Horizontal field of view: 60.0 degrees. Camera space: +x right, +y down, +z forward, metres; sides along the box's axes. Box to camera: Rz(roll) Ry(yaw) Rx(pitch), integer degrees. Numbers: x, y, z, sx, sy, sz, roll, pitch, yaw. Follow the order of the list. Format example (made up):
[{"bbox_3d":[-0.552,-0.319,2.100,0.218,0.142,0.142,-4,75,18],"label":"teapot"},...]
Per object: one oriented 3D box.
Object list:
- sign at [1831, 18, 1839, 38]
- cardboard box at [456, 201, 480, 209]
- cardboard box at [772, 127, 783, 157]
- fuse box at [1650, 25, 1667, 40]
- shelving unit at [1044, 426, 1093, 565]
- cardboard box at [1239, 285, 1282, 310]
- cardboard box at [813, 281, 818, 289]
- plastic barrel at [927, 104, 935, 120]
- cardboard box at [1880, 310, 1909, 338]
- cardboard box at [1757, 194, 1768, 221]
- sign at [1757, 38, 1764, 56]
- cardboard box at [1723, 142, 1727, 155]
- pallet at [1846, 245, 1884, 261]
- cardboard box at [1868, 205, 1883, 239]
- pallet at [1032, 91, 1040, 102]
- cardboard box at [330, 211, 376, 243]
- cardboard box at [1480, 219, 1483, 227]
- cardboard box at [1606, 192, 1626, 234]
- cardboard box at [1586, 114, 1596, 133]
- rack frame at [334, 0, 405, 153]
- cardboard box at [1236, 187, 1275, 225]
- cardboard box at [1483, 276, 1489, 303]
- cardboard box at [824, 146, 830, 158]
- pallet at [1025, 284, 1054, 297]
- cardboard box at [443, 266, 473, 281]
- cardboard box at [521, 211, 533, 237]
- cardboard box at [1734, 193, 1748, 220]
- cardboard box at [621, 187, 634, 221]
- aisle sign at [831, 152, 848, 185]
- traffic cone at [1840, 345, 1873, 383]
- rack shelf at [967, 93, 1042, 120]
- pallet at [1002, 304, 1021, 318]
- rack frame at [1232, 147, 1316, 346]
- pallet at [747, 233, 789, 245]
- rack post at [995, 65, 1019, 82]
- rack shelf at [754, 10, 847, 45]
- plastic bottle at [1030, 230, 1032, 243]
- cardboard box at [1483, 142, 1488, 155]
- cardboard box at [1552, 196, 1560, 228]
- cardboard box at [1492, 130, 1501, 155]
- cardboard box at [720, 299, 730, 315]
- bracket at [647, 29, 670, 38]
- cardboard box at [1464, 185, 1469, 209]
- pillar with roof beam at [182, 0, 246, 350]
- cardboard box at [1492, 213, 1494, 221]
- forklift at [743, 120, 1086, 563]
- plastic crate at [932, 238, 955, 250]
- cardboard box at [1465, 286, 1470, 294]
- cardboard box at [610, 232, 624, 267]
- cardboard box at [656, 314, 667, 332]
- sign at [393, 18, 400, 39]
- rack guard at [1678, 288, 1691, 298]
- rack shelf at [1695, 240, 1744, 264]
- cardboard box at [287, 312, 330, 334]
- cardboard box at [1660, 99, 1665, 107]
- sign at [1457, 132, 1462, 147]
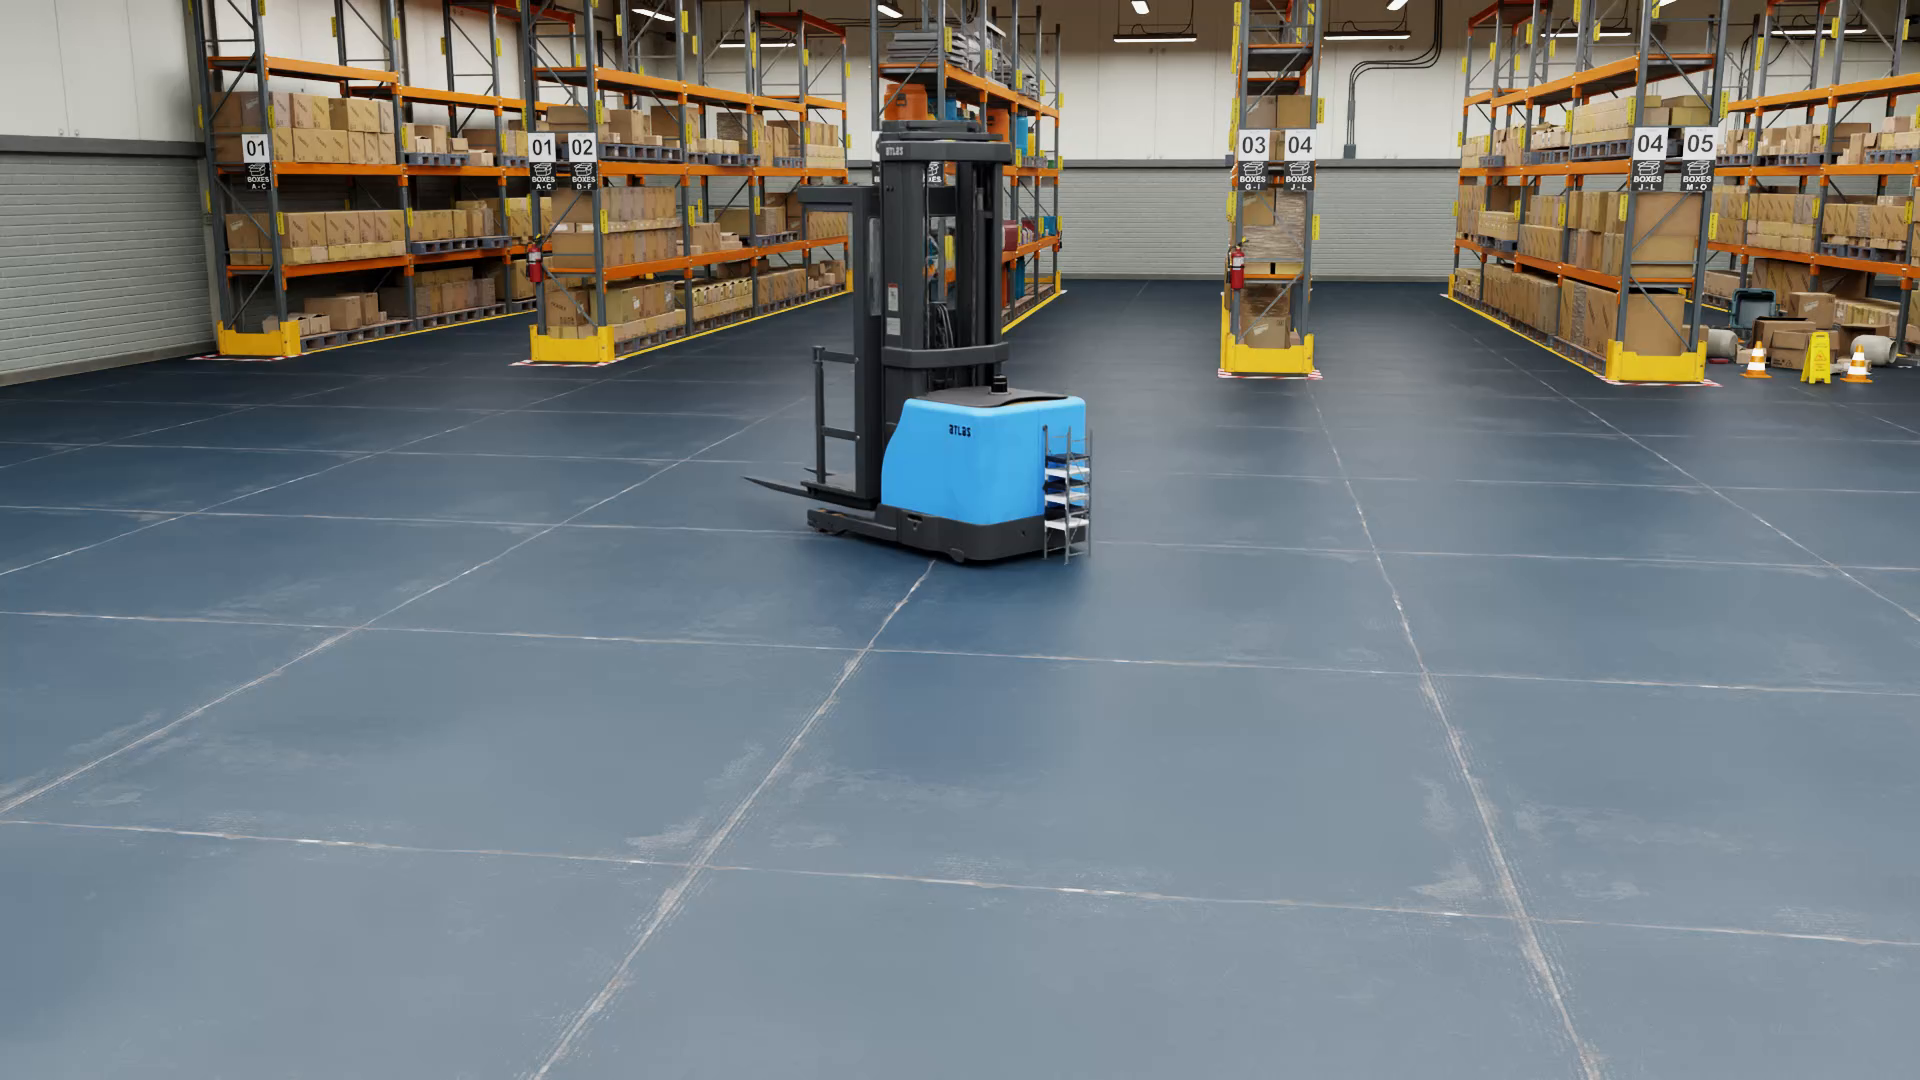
[{"bbox_3d":[14.664,-8.582,27.864,0.100,0.325,0.005,2,12,9],"label":"sign"},{"bbox_3d":[-9.321,-6.342,31.480,0.380,0.149,0.250,0,12,-1],"label":"cardboard box"},{"bbox_3d":[-3.983,-8.101,33.872,0.600,0.600,0.600,2,12,8],"label":"cardboard box"},{"bbox_3d":[17.033,-12.438,40.752,0.513,0.334,0.176,2,12,9],"label":"fuse box"},{"bbox_3d":[0.733,-0.304,11.267,0.258,0.900,0.210,-11,16,-41],"label":"shelving unit"},{"bbox_3d":[5.337,-4.273,29.588,0.700,0.500,0.500,1,12,6],"label":"cardboard box"},{"bbox_3d":[-3.351,-5.665,36.840,0.380,0.166,0.250,2,12,9],"label":"cardboard box"},{"bbox_3d":[-0.654,-5.920,23.779,0.600,0.588,0.600,0,12,0],"label":"plastic barrel"},{"bbox_3d":[14.676,-3.296,25.407,0.950,0.372,0.625,2,12,9],"label":"cardboard box"},{"bbox_3d":[15.425,-6.280,31.402,0.500,0.500,0.500,2,12,8],"label":"cardboard box"},{"bbox_3d":[15.283,-9.421,31.755,0.100,0.325,0.005,2,12,9],"label":"sign"},{"bbox_3d":[16.163,-8.131,34.459,0.500,0.311,0.500,2,12,10],"label":"cardboard box"},{"bbox_3d":[14.949,-4.591,26.633,1.003,0.211,1.213,2,12,9],"label":"pallet"},{"bbox_3d":[14.602,-4.980,26.039,0.500,0.500,0.500,2,12,11],"label":"cardboard box"},{"bbox_3d":[1.045,-8.884,33.256,1.003,0.211,1.213,2,12,9],"label":"pallet"},{"bbox_3d":[-9.804,-5.055,26.856,0.500,0.500,0.500,2,12,7],"label":"cardboard box"},{"bbox_3d":[10.368,-6.177,32.431,0.380,0.149,0.250,2,12,8],"label":"cardboard box"},{"bbox_3d":[9.164,-4.367,22.219,0.875,0.550,0.550,2,12,9],"label":"cardboard box"},{"bbox_3d":[9.186,-5.895,23.523,0.500,0.250,0.500,2,12,8],"label":"cardboard box"},{"bbox_3d":[-9.878,-8.001,27.760,1.000,3.000,0.127,2,12,9],"label":"rack frame"},{"bbox_3d":[4.030,-4.560,22.715,0.500,0.500,0.500,2,12,9],"label":"cardboard box"},{"bbox_3d":[10.545,-4.909,32.587,0.500,0.500,0.500,2,12,11],"label":"cardboard box"},{"bbox_3d":[-3.192,-8.617,36.905,0.500,0.250,0.500,2,12,9],"label":"cardboard box"},{"bbox_3d":[1.592,-5.712,37.997,1.003,0.211,1.213,2,12,9],"label":"pallet"},{"bbox_3d":[-9.472,-4.993,31.149,0.500,0.250,0.500,2,12,10],"label":"cardboard box"},{"bbox_3d":[-8.845,-6.307,33.147,0.500,0.500,0.500,2,12,11],"label":"cardboard box"},{"bbox_3d":[15.627,-6.576,32.777,0.500,0.500,0.500,2,12,8],"label":"cardboard box"},{"bbox_3d":[-5.353,-5.082,25.136,0.700,0.500,0.500,2,12,9],"label":"cardboard box"},{"bbox_3d":[-2.824,-8.682,38.988,0.394,0.787,0.004,2,12,9],"label":"aisle sign"},{"bbox_3d":[11.625,-2.290,21.519,0.336,0.463,0.334,2,12,9],"label":"traffic cone"},{"bbox_3d":[0.834,-8.382,32.184,1.077,0.370,4.000,2,12,9],"label":"rack shelf"},{"bbox_3d":[0.606,-4.382,31.828,1.003,0.211,1.213,2,12,9],"label":"pallet"},{"bbox_3d":[4.190,-3.754,22.294,1.000,3.000,0.127,2,12,9],"label":"rack frame"},{"bbox_3d":[-4.073,-6.053,33.414,1.003,0.211,1.213,2,12,9],"label":"pallet"},{"bbox_3d":[0.597,-8.628,30.848,0.954,0.300,0.937,2,12,9],"label":"rack post"},{"bbox_3d":[-3.445,-11.196,36.404,1.077,0.370,4.000,2,12,9],"label":"rack shelf"},{"bbox_3d":[1.400,-6.260,34.214,0.152,0.276,0.135,2,12,9],"label":"plastic bottle"},{"bbox_3d":[10.741,-7.812,33.173,0.500,0.250,0.500,1,12,6],"label":"cardboard box"},{"bbox_3d":[9.916,-5.259,26.664,0.700,0.500,0.500,2,12,9],"label":"cardboard box"},{"bbox_3d":[10.754,-7.716,32.322,0.700,0.500,0.500,2,12,9],"label":"cardboard box"},{"bbox_3d":[-4.440,-4.166,29.734,0.500,0.250,0.500,2,12,10],"label":"cardboard box"},{"bbox_3d":[-7.784,-13.294,43.776,0.076,0.066,3.189,2,12,9],"label":"bracket"},{"bbox_3d":[11.031,-7.289,35.377,0.500,0.500,0.500,2,12,7],"label":"cardboard box"},{"bbox_3d":[-6.986,-7.203,24.055,9.100,9.000,0.400,2,12,9],"label":"pillar with roof beam"},{"bbox_3d":[10.170,-6.051,31.140,0.380,0.149,0.250,2,12,10],"label":"cardboard box"},{"bbox_3d":[-0.475,-1.528,12.128,1.130,2.935,3.031,-11,16,-41],"label":"forklift"},{"bbox_3d":[-0.295,-4.612,26.422,0.767,0.338,0.504,2,12,9],"label":"plastic crate"},{"bbox_3d":[10.915,-5.294,35.207,0.380,0.149,0.250,2,12,9],"label":"cardboard box"},{"bbox_3d":[-5.437,-4.331,24.733,0.700,0.500,0.500,2,12,10],"label":"cardboard box"},{"bbox_3d":[-4.987,-3.458,26.449,0.500,0.250,0.500,2,12,9],"label":"cardboard box"},{"bbox_3d":[-9.345,-8.475,27.554,0.100,0.325,0.005,2,12,9],"label":"sign"},{"bbox_3d":[16.447,-5.547,36.545,1.175,0.500,0.348,2,12,9],"label":"rack guard"},{"bbox_3d":[16.135,-5.996,34.403,1.077,0.370,4.000,2,12,9],"label":"rack shelf"},{"bbox_3d":[-10.210,-3.396,25.971,0.500,0.311,0.500,3,13,13],"label":"cardboard box"},{"bbox_3d":[9.598,-5.831,22.279,0.380,0.149,0.250,2,12,8],"label":"cardboard box"},{"bbox_3d":[11.000,-8.814,36.579,0.100,0.325,0.005,2,12,9],"label":"sign"}]
